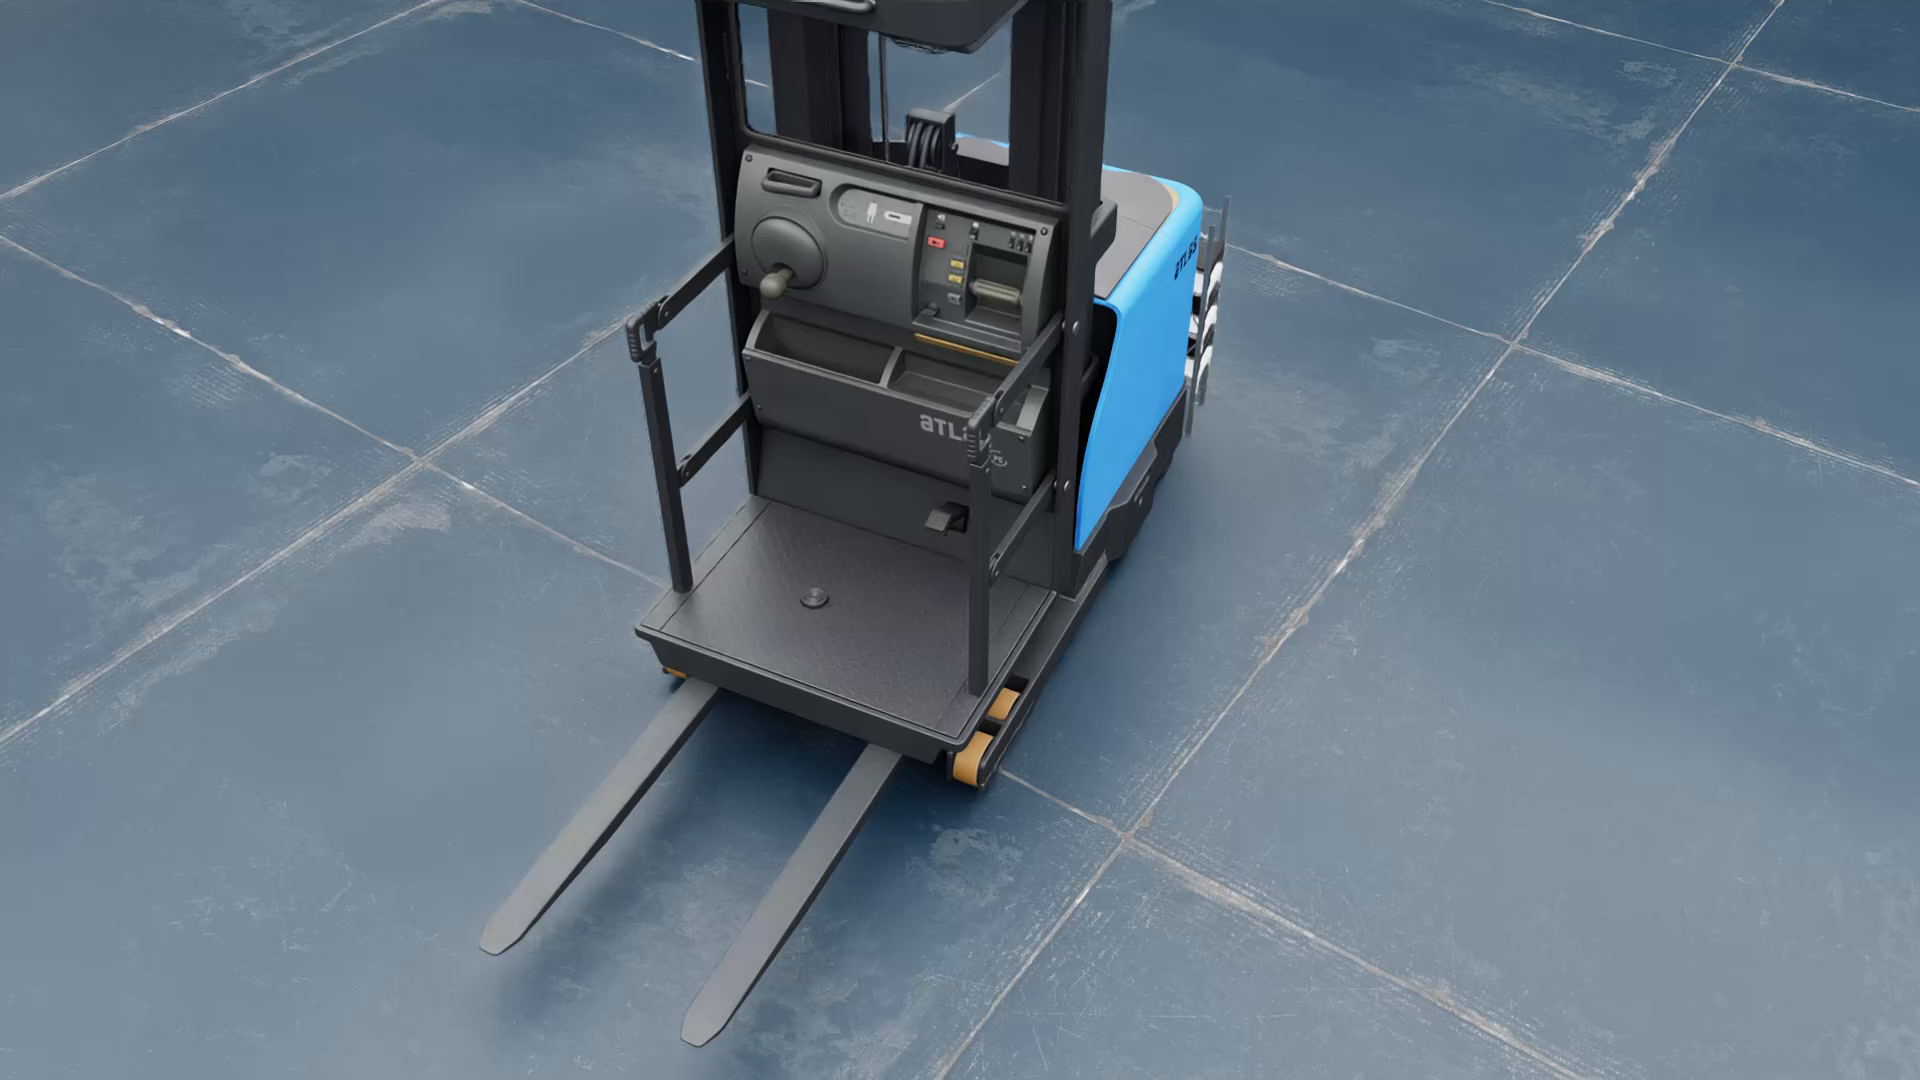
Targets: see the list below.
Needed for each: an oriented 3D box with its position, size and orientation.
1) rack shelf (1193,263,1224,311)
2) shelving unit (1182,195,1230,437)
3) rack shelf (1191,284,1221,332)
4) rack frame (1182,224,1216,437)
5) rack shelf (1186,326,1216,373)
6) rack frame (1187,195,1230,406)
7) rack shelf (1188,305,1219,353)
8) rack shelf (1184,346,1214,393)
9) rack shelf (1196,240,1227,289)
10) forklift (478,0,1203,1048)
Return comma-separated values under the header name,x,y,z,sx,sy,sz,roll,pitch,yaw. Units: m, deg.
name,x,y,z,sx,sy,sz,roll,pitch,yaw
rack shelf,0.781,-0.921,5.885,0.258,0.077,0.200,14,44,15
shelving unit,0.781,-0.812,5.982,0.258,0.900,0.210,14,44,15
rack shelf,0.781,-0.854,5.945,0.258,0.077,0.200,14,44,15
rack frame,0.745,-0.748,5.911,0.240,0.900,0.006,14,44,15
rack shelf,0.781,-0.720,6.065,0.258,0.077,0.200,14,44,15
rack frame,0.817,-0.875,6.053,0.240,0.900,0.006,14,44,15
rack shelf,0.781,-0.787,6.005,0.258,0.077,0.200,14,44,15
rack shelf,0.781,-0.653,6.125,0.258,0.077,0.200,14,44,15
rack shelf,0.781,-0.988,5.825,0.258,0.077,0.200,14,44,15
forklift,-0.281,-0.700,4.334,1.130,2.935,3.031,18,45,19
